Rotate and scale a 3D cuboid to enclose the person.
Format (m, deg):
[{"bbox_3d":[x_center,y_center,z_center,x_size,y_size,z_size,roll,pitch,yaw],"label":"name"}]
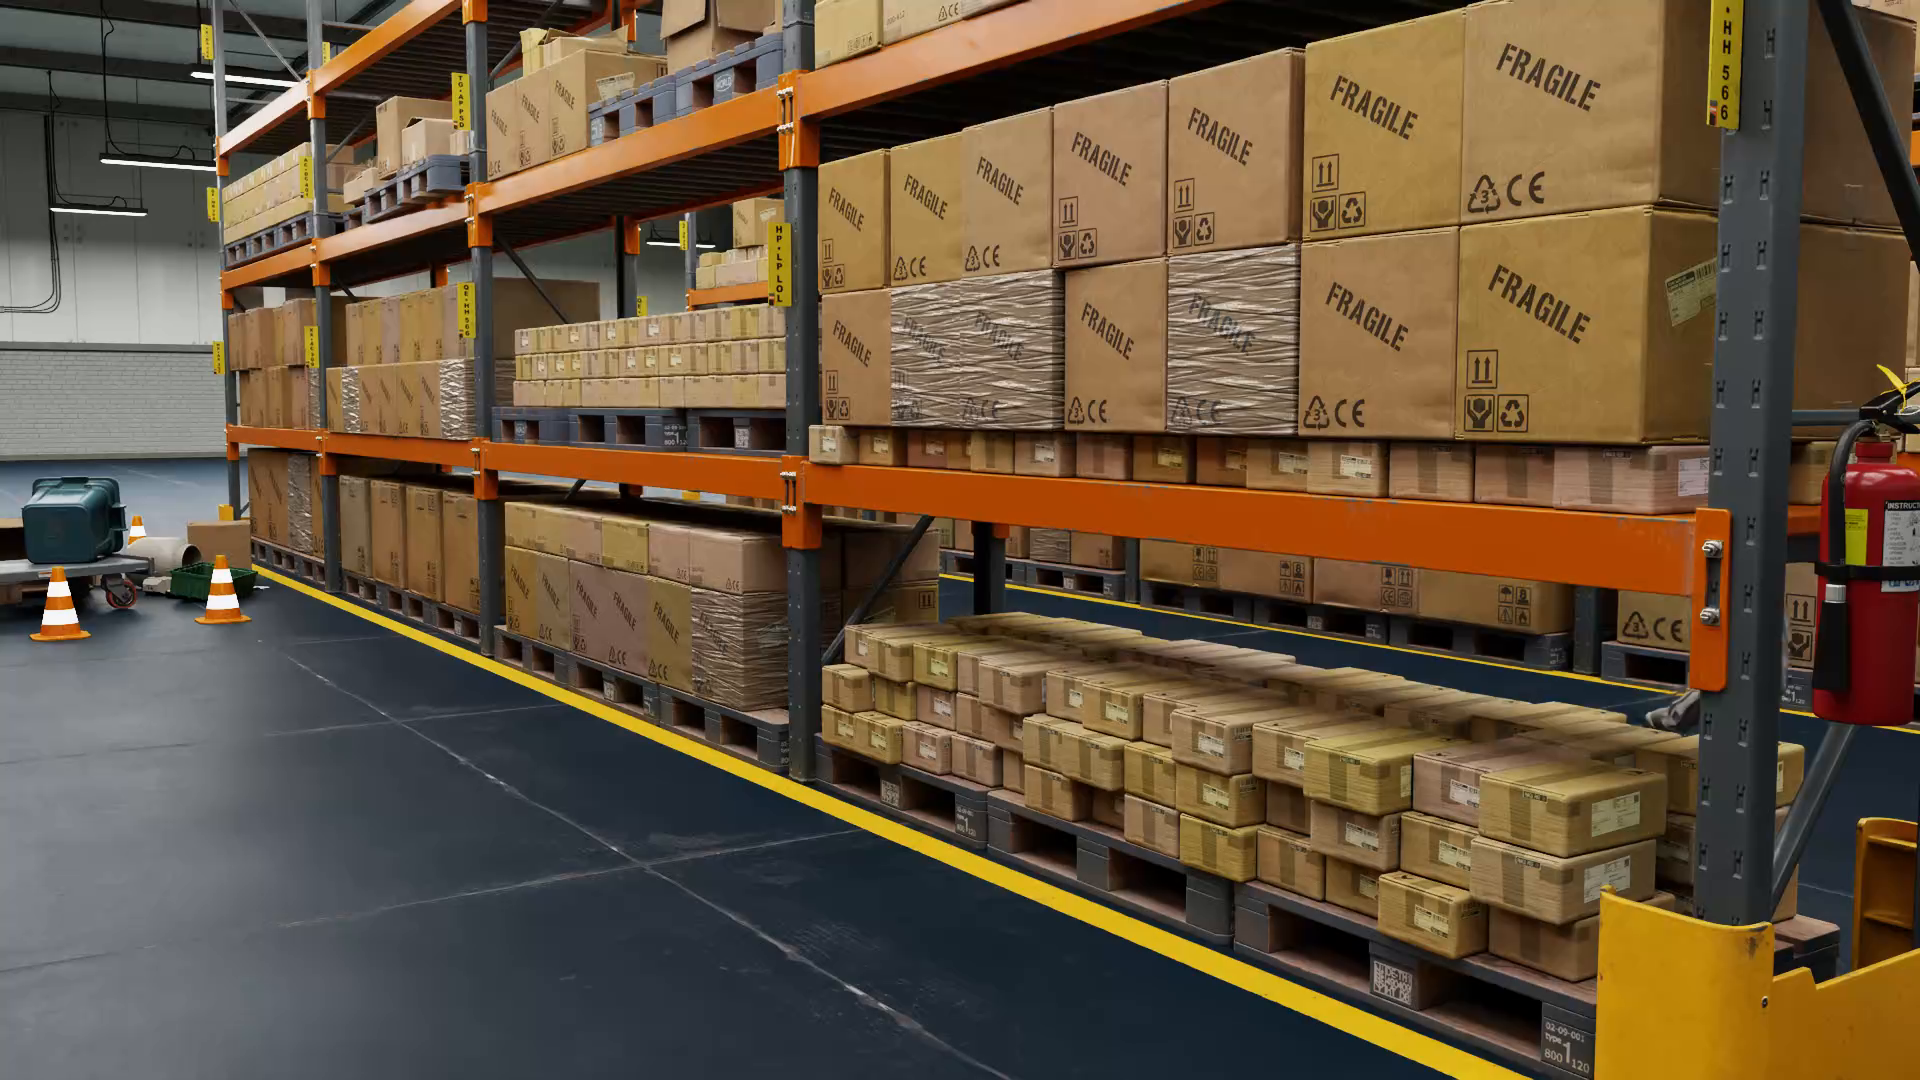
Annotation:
[{"bbox_3d":[2.857,0.163,6.200,0.492,1.670,0.661,-4,6,-40],"label":"person"}]
